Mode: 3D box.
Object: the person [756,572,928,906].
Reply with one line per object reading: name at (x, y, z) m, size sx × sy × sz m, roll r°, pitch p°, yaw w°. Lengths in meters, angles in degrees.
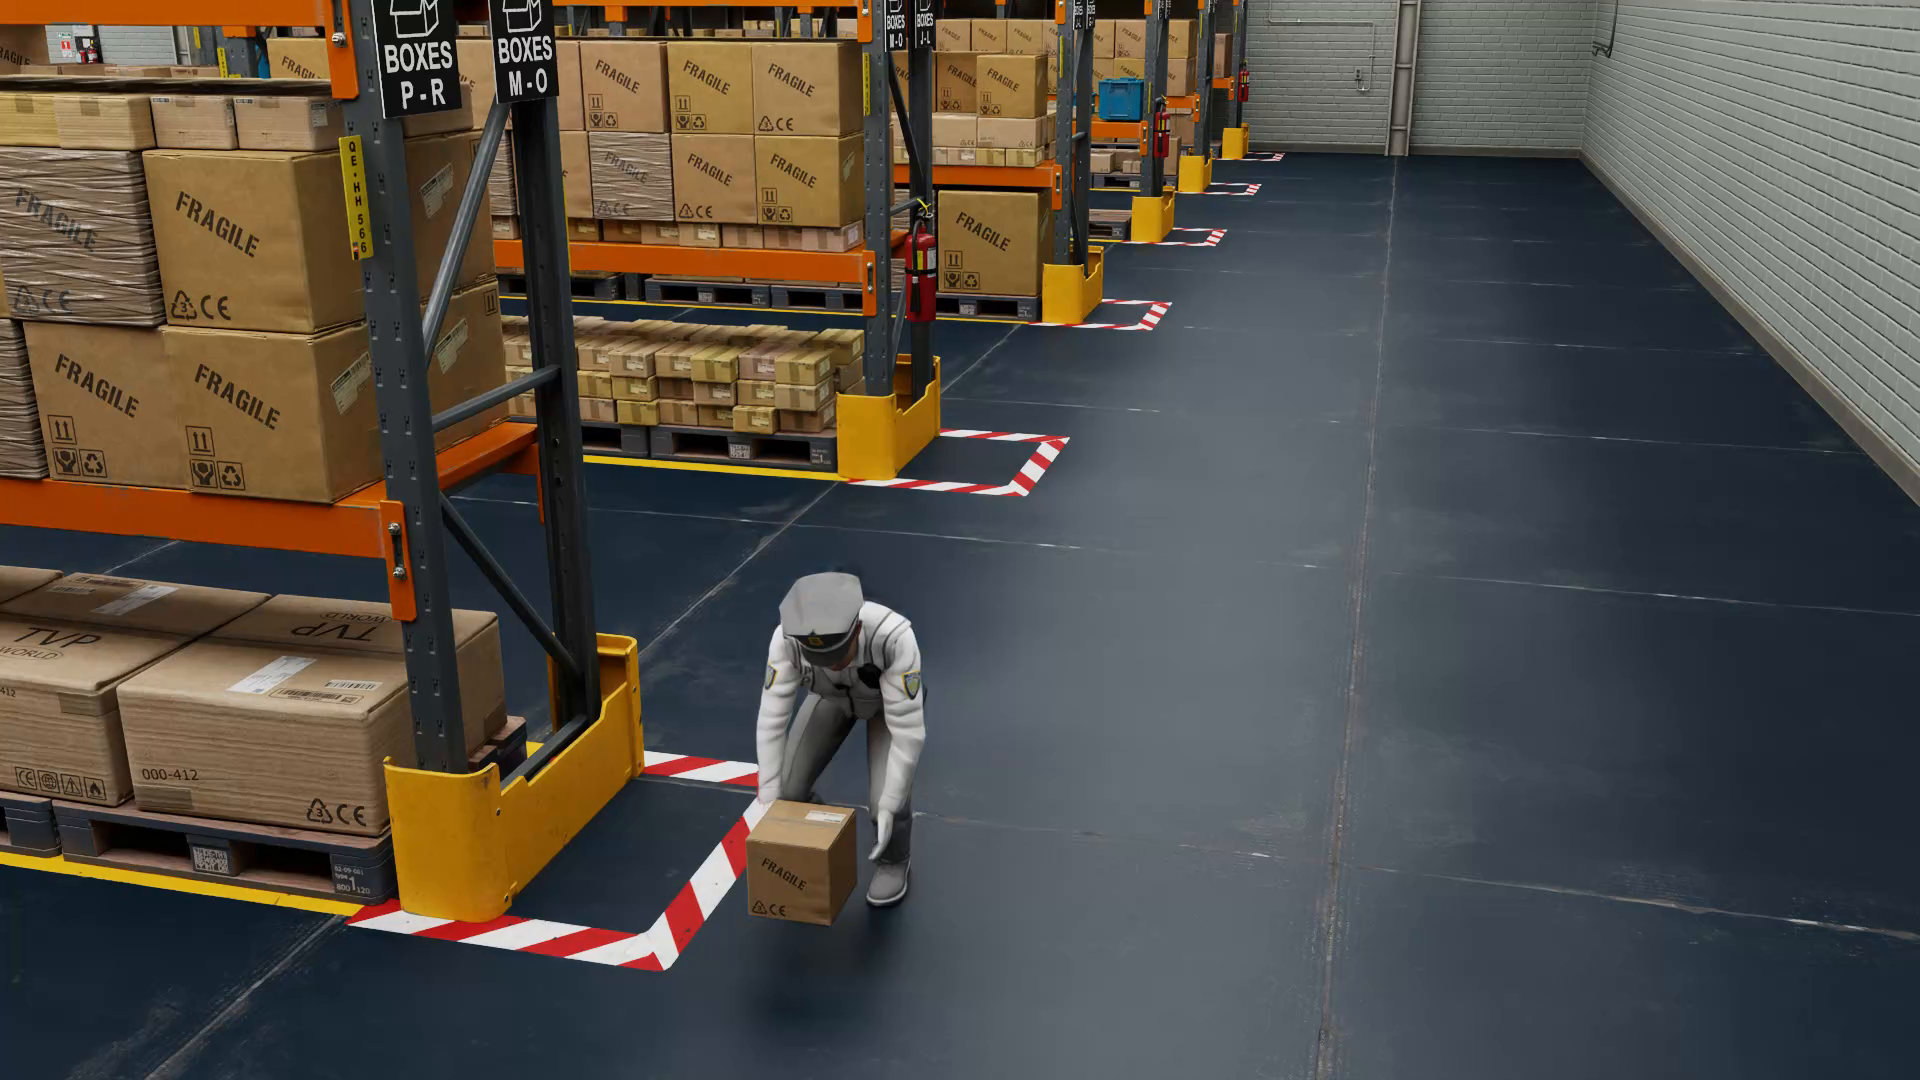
person at (-0.328, 0.586, 5.099) m, size 0.520 × 1.163 × 0.796 m, roll 5°, pitch 19°, yaw 13°
